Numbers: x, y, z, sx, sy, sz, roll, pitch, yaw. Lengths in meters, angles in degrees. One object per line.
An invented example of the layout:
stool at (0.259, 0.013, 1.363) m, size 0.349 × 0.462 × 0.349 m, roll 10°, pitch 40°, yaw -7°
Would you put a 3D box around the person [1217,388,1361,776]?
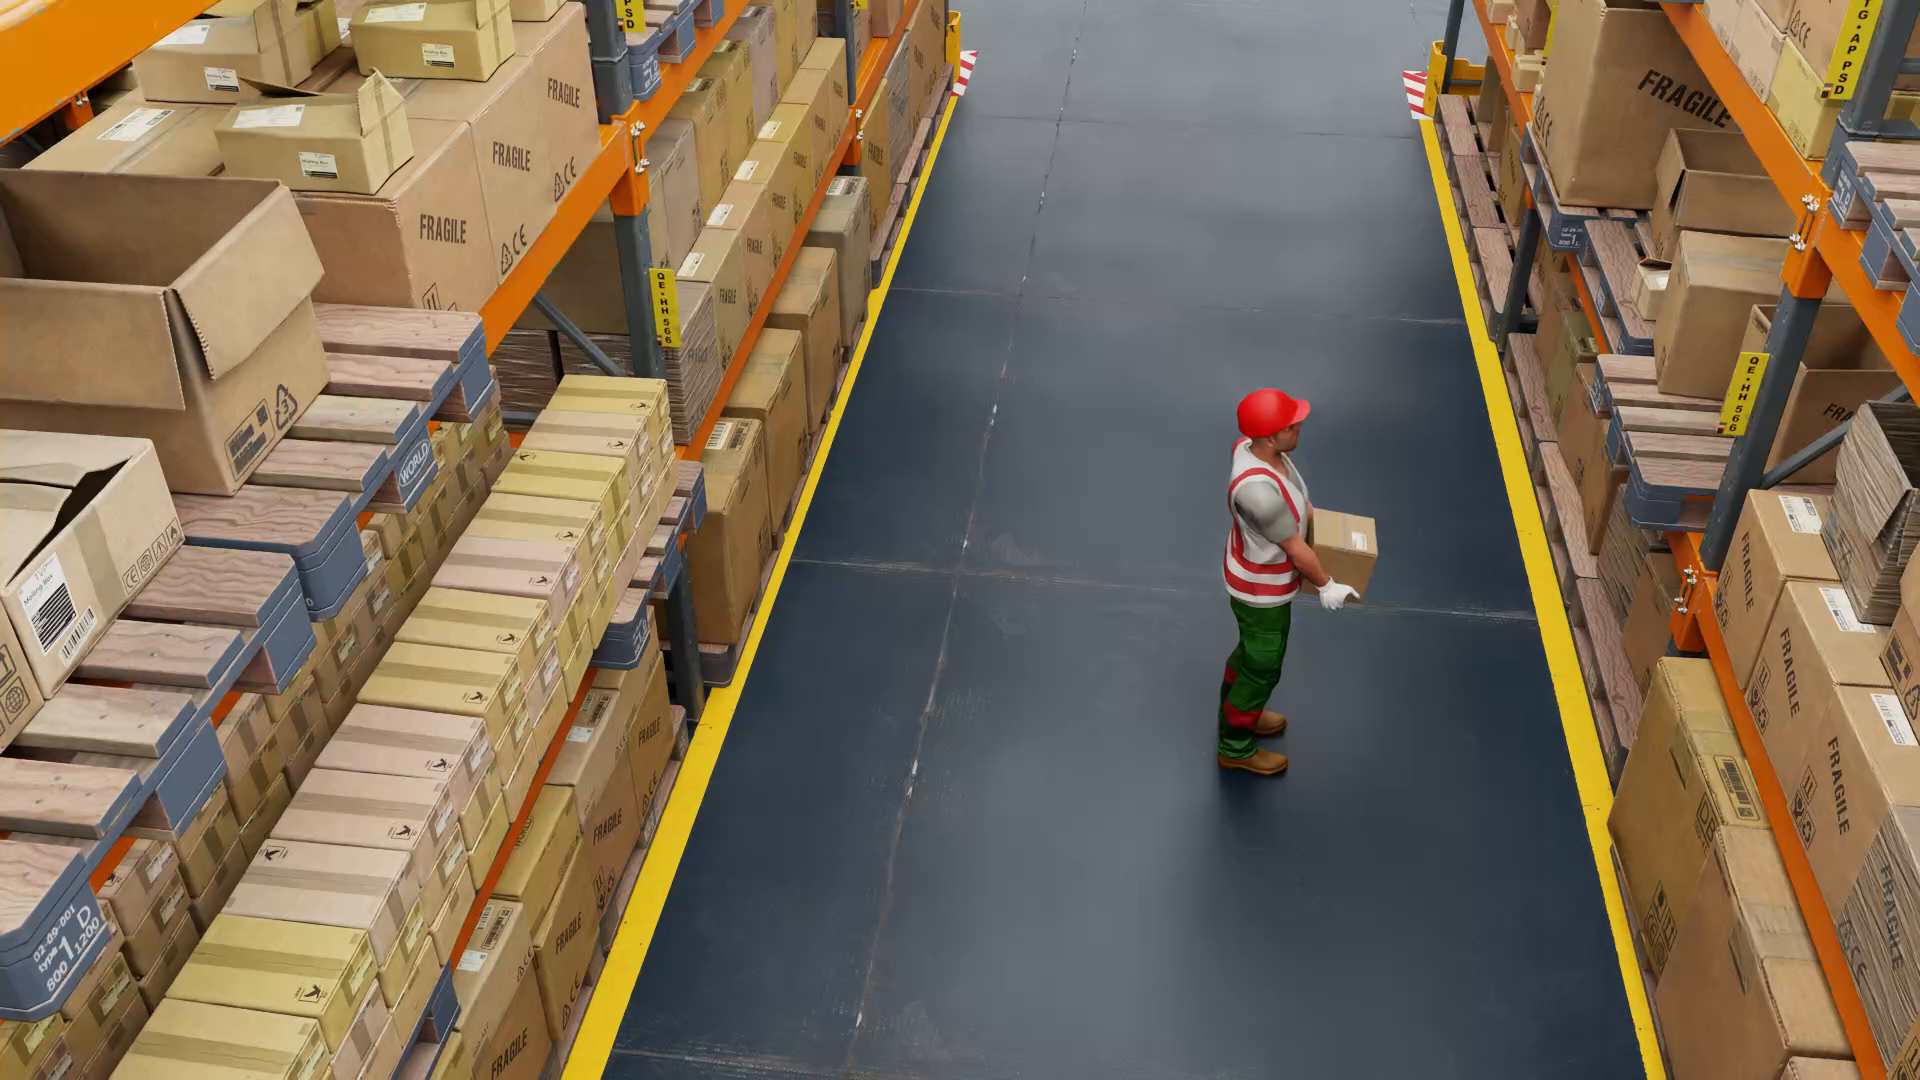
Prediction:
person at (1.334, 0.174, 6.785) m, size 0.560 × 1.782 × 0.494 m, roll 5°, pitch 36°, yaw 7°
